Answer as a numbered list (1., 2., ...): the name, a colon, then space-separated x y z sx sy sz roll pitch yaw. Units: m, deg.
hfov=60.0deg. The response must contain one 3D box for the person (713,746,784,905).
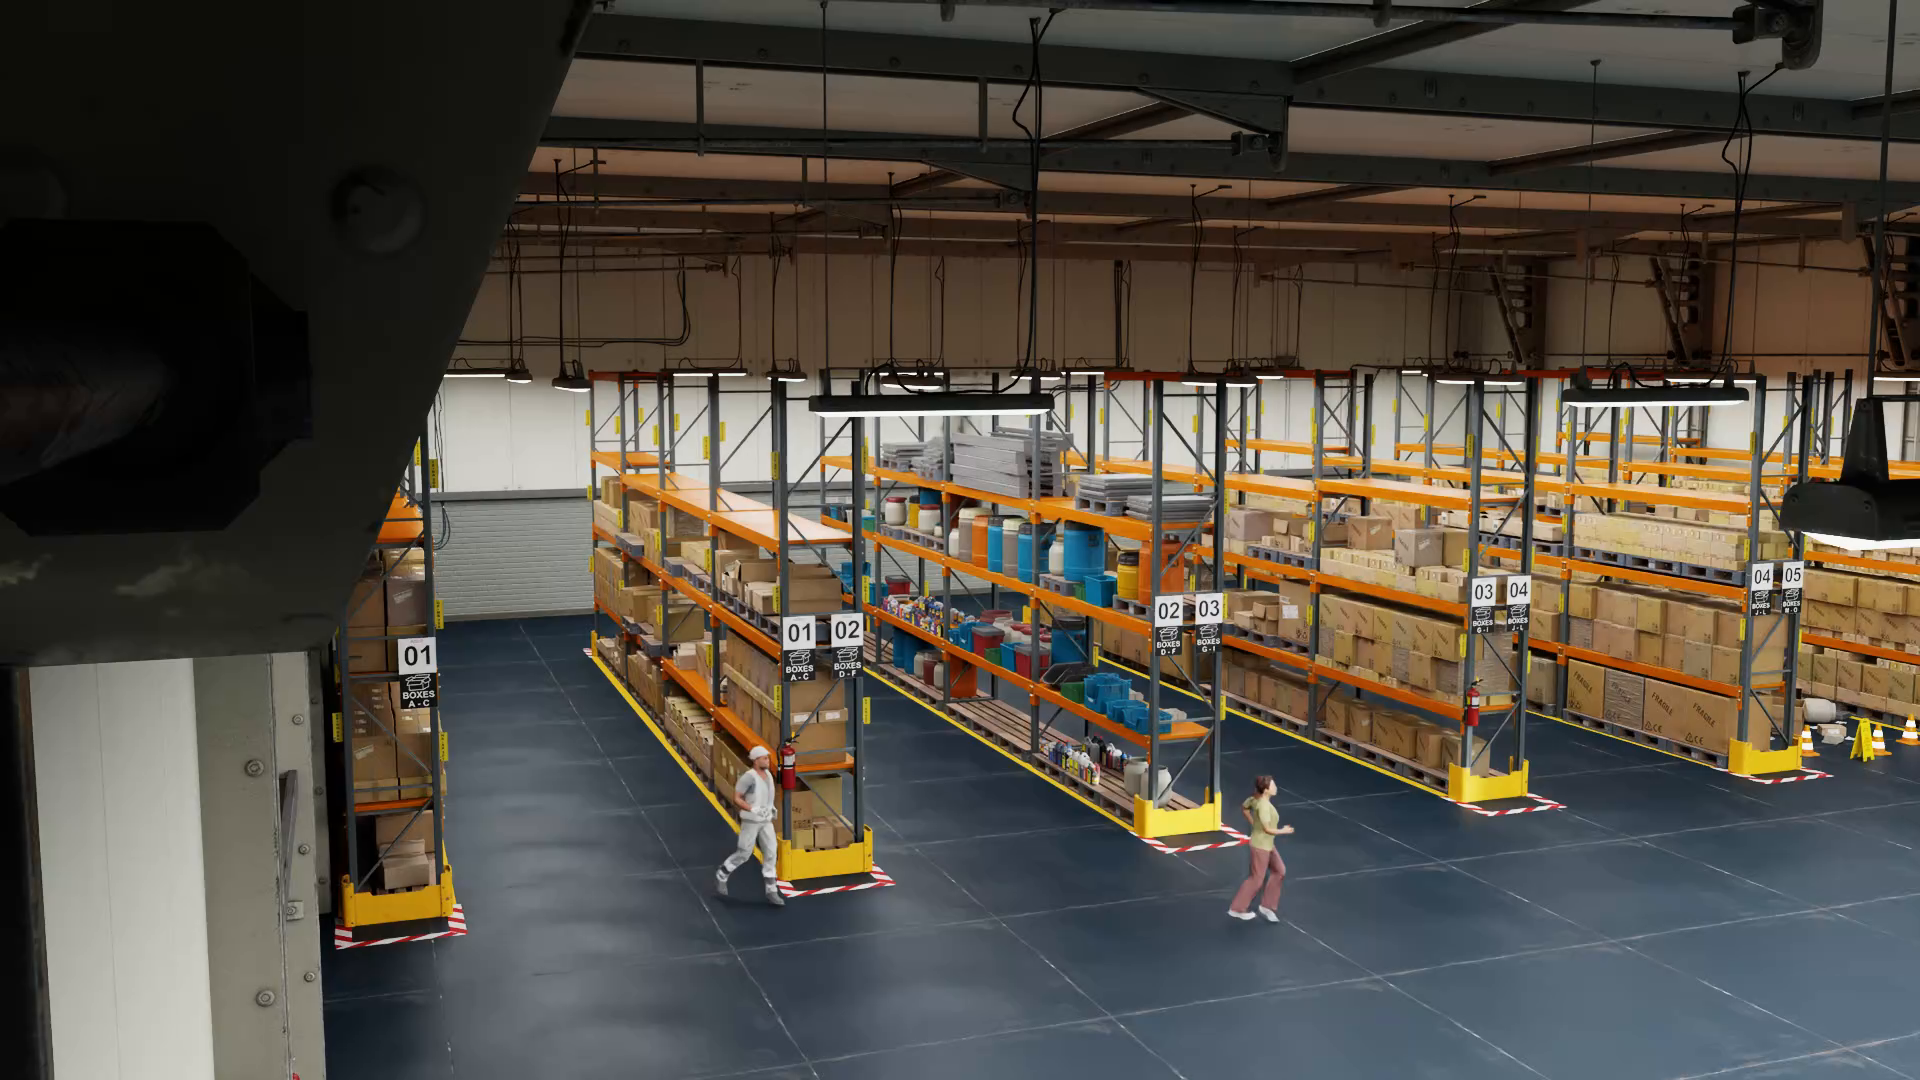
1. person: -2.336 3.283 19.361 0.979 1.759 0.718 4 8 35

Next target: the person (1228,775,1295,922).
1. person: 3.352 3.459 18.495 0.711 1.736 0.597 1 6 7

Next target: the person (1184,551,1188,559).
1. person: 5.237 0.985 40.052 0.644 1.759 0.768 3 7 26
